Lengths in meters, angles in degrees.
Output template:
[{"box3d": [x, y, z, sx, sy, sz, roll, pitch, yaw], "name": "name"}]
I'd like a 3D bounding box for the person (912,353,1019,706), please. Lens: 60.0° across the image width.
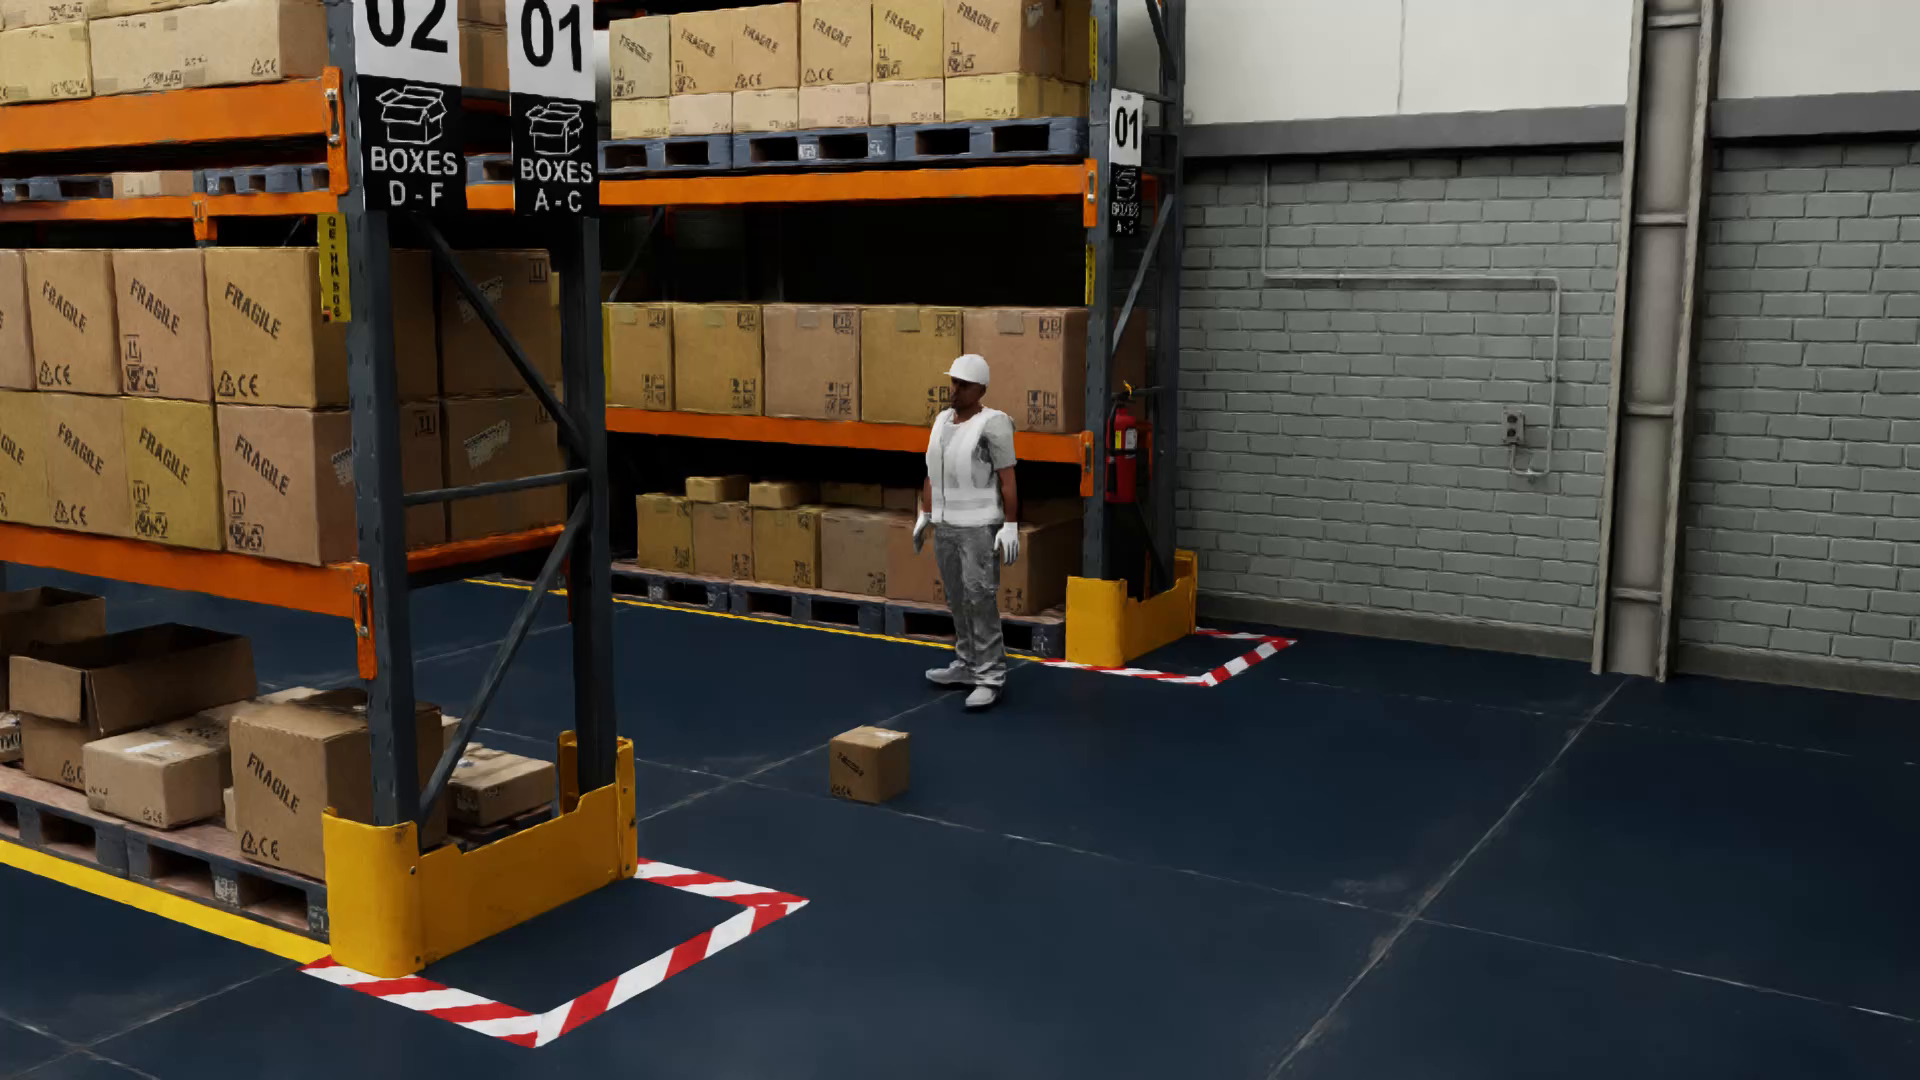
[{"box3d": [0.033, -0.069, 8.618, 0.414, 1.790, 0.691, -7, 12, -36], "name": "person"}]
